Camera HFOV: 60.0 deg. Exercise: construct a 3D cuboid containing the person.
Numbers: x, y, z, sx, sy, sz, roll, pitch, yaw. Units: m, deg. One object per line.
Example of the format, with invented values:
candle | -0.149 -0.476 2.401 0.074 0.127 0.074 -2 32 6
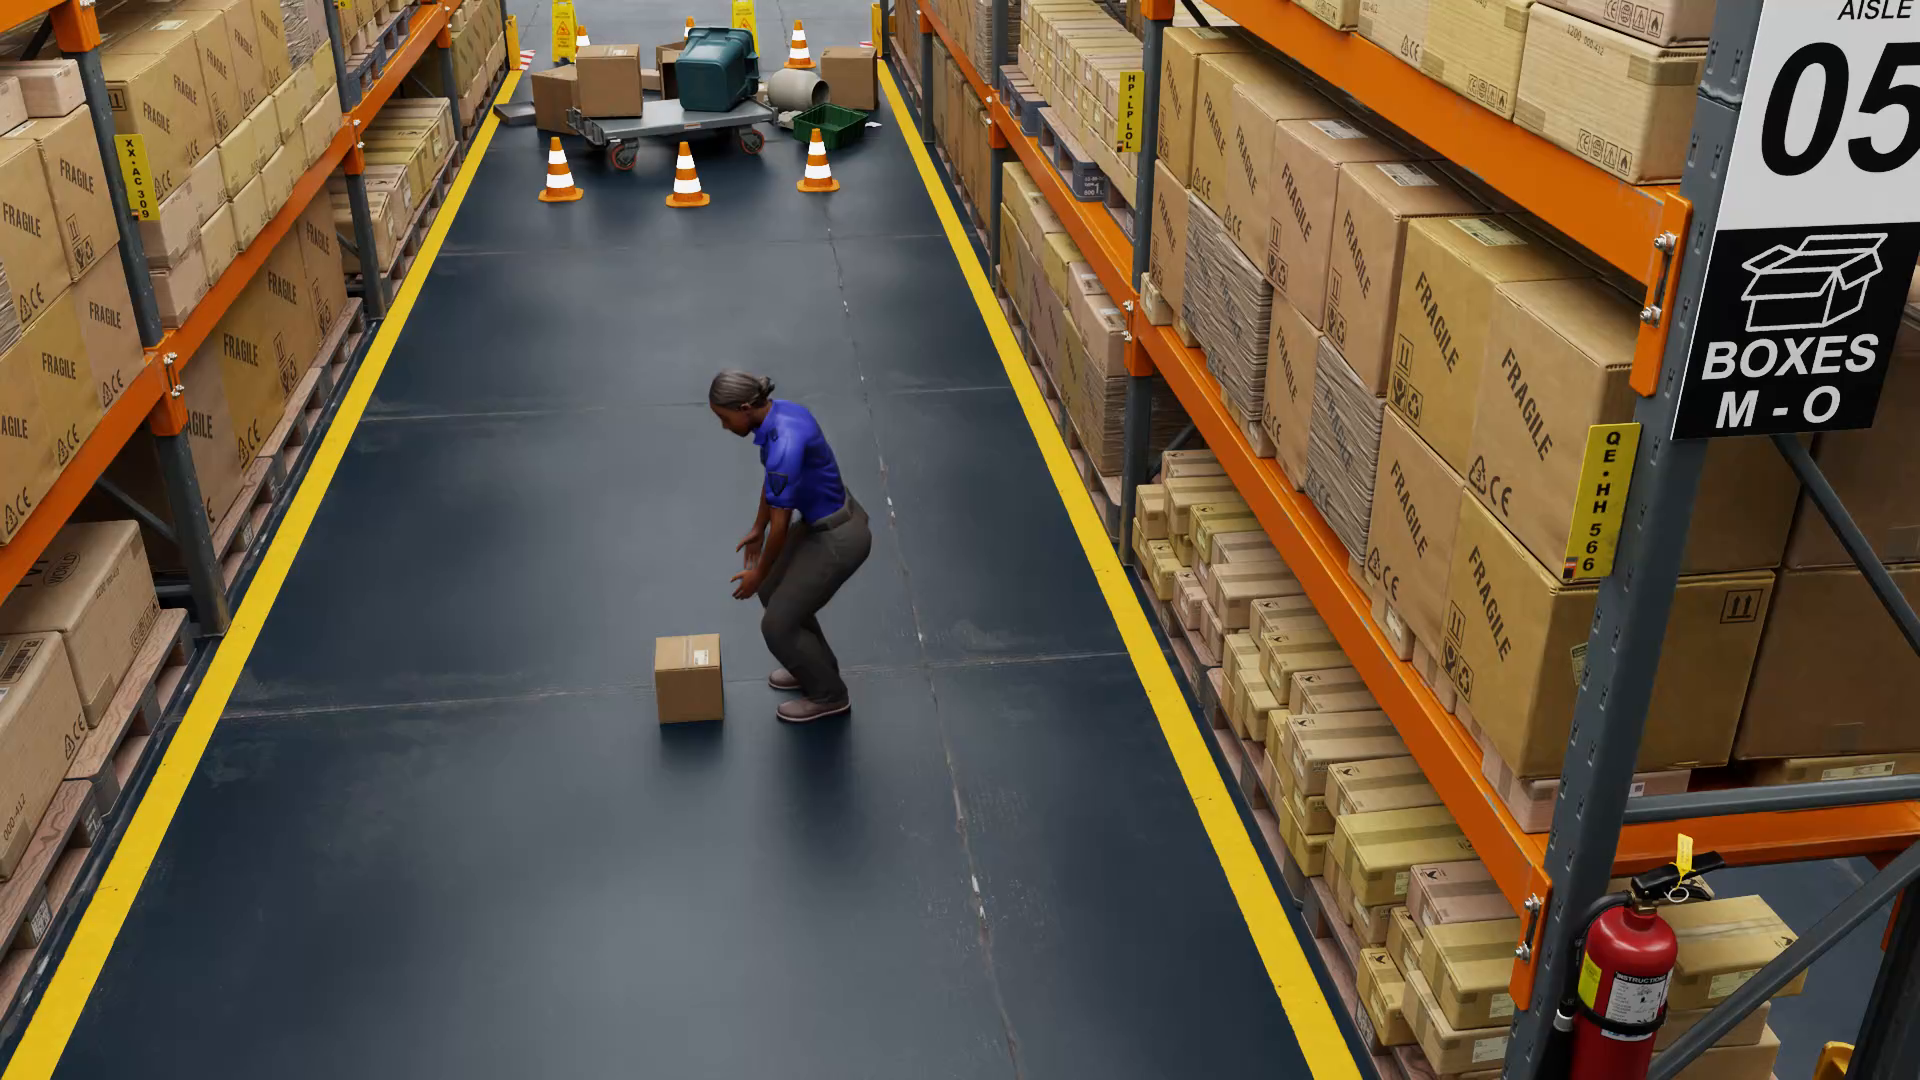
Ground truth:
person | -0.622 0.019 6.340 0.576 1.438 0.492 -3 28 -7
